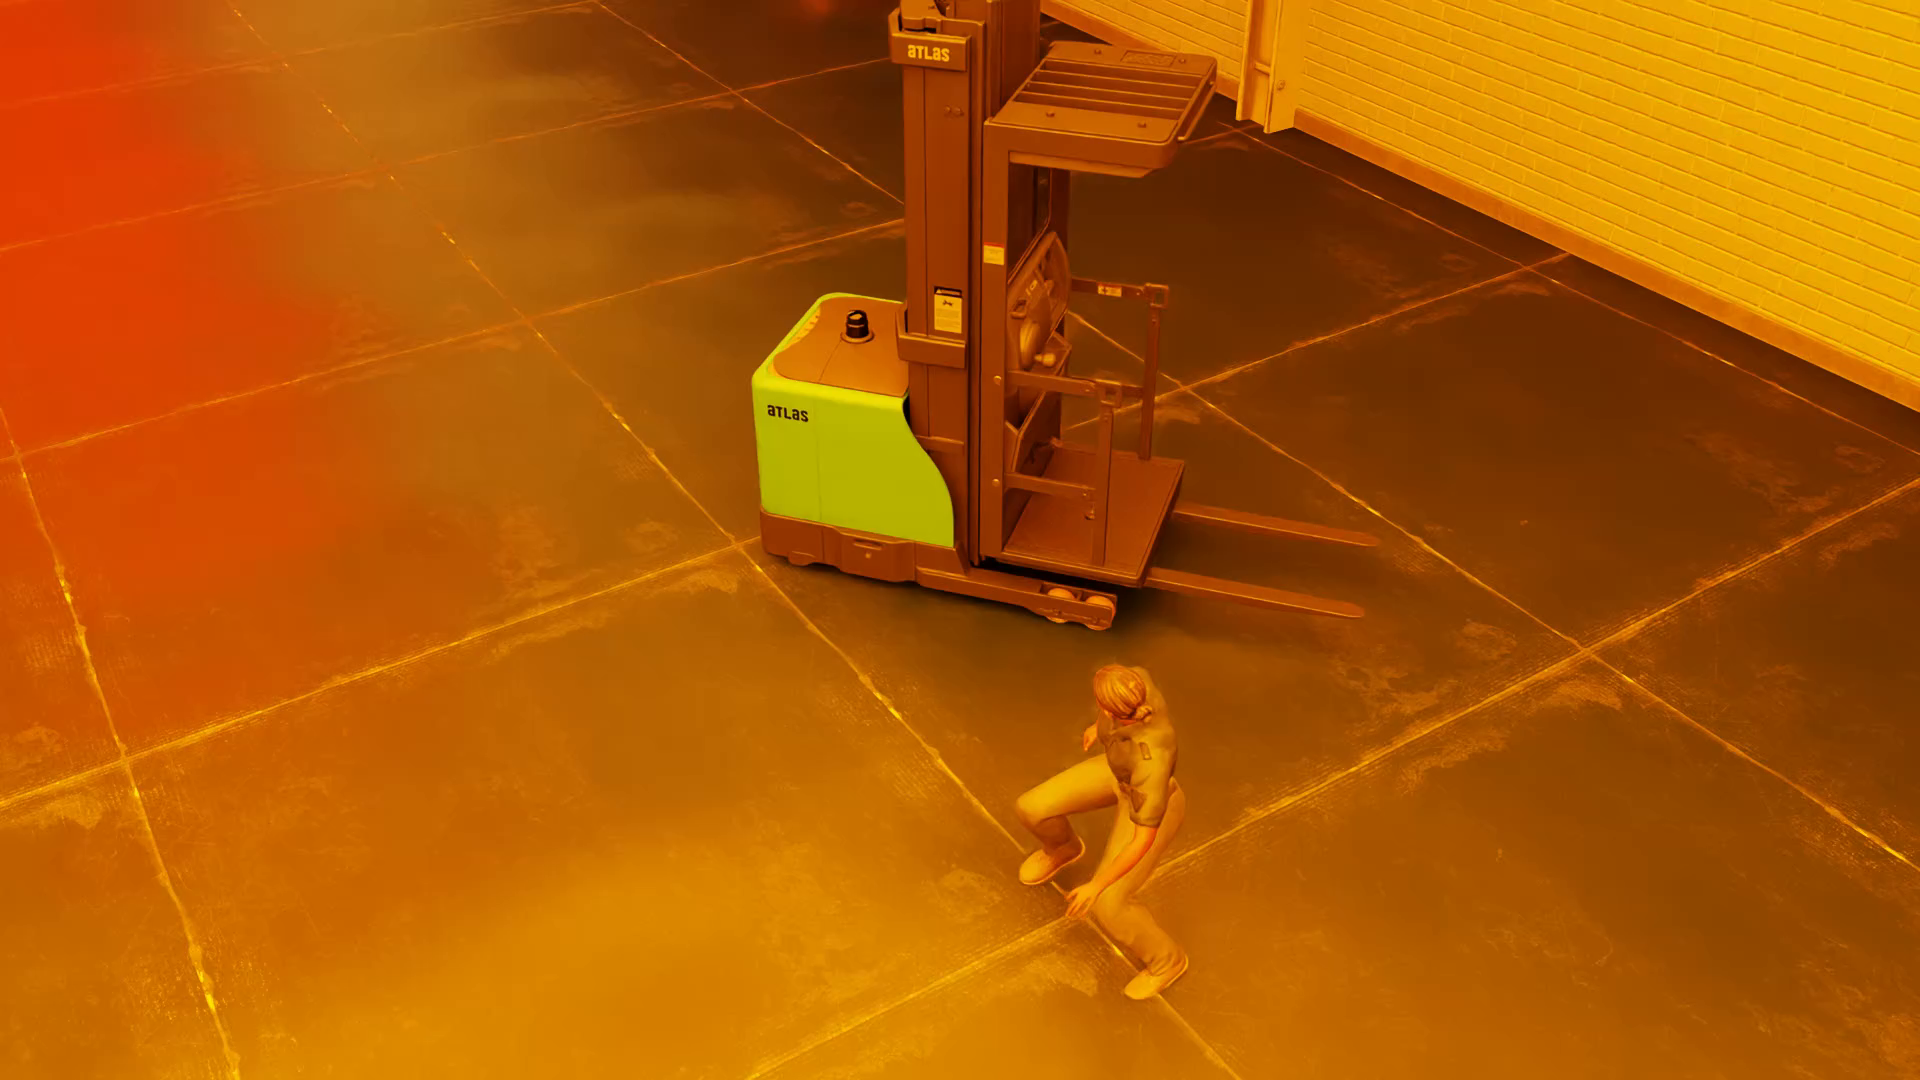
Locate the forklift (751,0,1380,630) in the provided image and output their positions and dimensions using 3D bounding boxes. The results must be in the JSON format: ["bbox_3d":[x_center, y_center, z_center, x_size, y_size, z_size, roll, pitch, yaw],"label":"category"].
[{"bbox_3d":[0.556,-1.105,7.720,3.031,2.935,1.130,11,36,15],"label":"forklift"}]

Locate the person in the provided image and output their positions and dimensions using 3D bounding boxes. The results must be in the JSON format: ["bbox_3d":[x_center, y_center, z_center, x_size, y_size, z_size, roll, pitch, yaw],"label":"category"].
[{"bbox_3d":[0.550,0.982,6.128,0.615,1.423,0.743,-14,38,-19],"label":"person"}]
